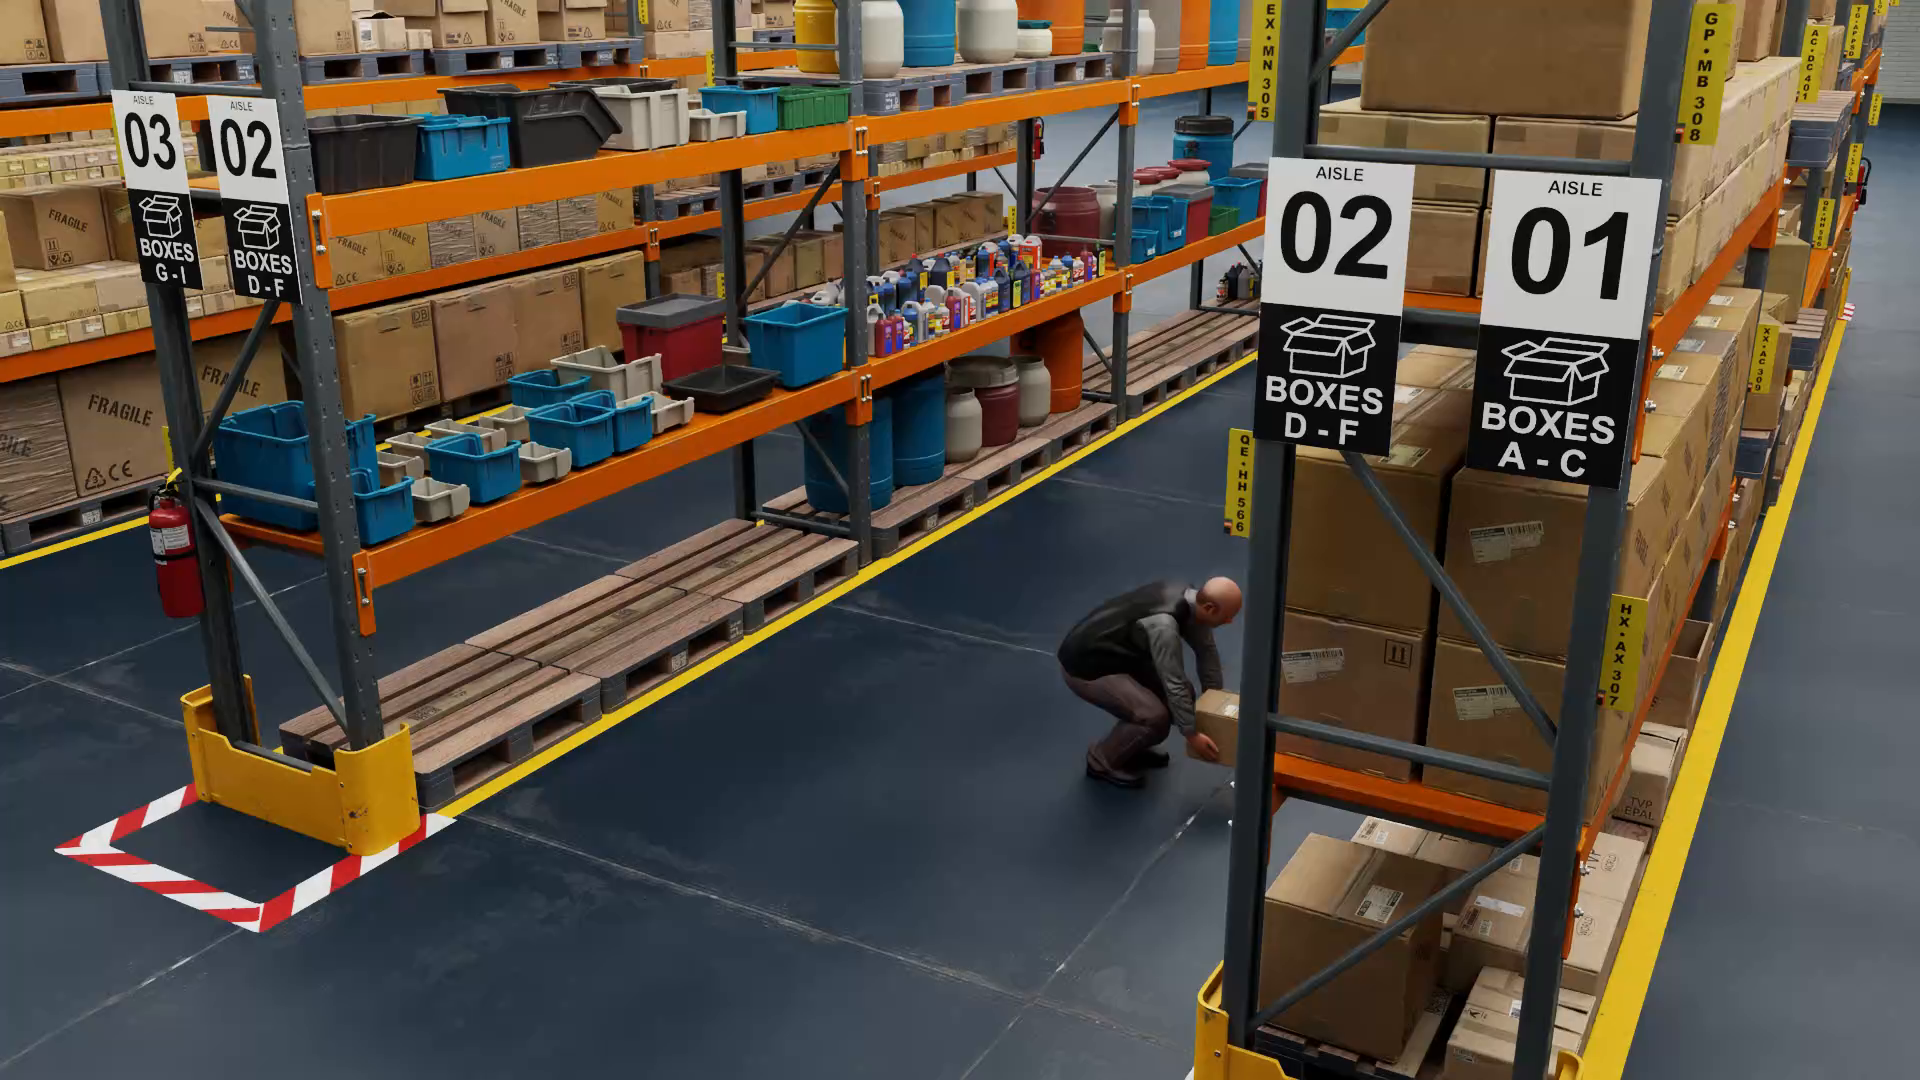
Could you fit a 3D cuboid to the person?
[{"bbox_3d":[0.909,0.622,7.862,0.848,1.043,0.550,10,22,27],"label":"person"}]
